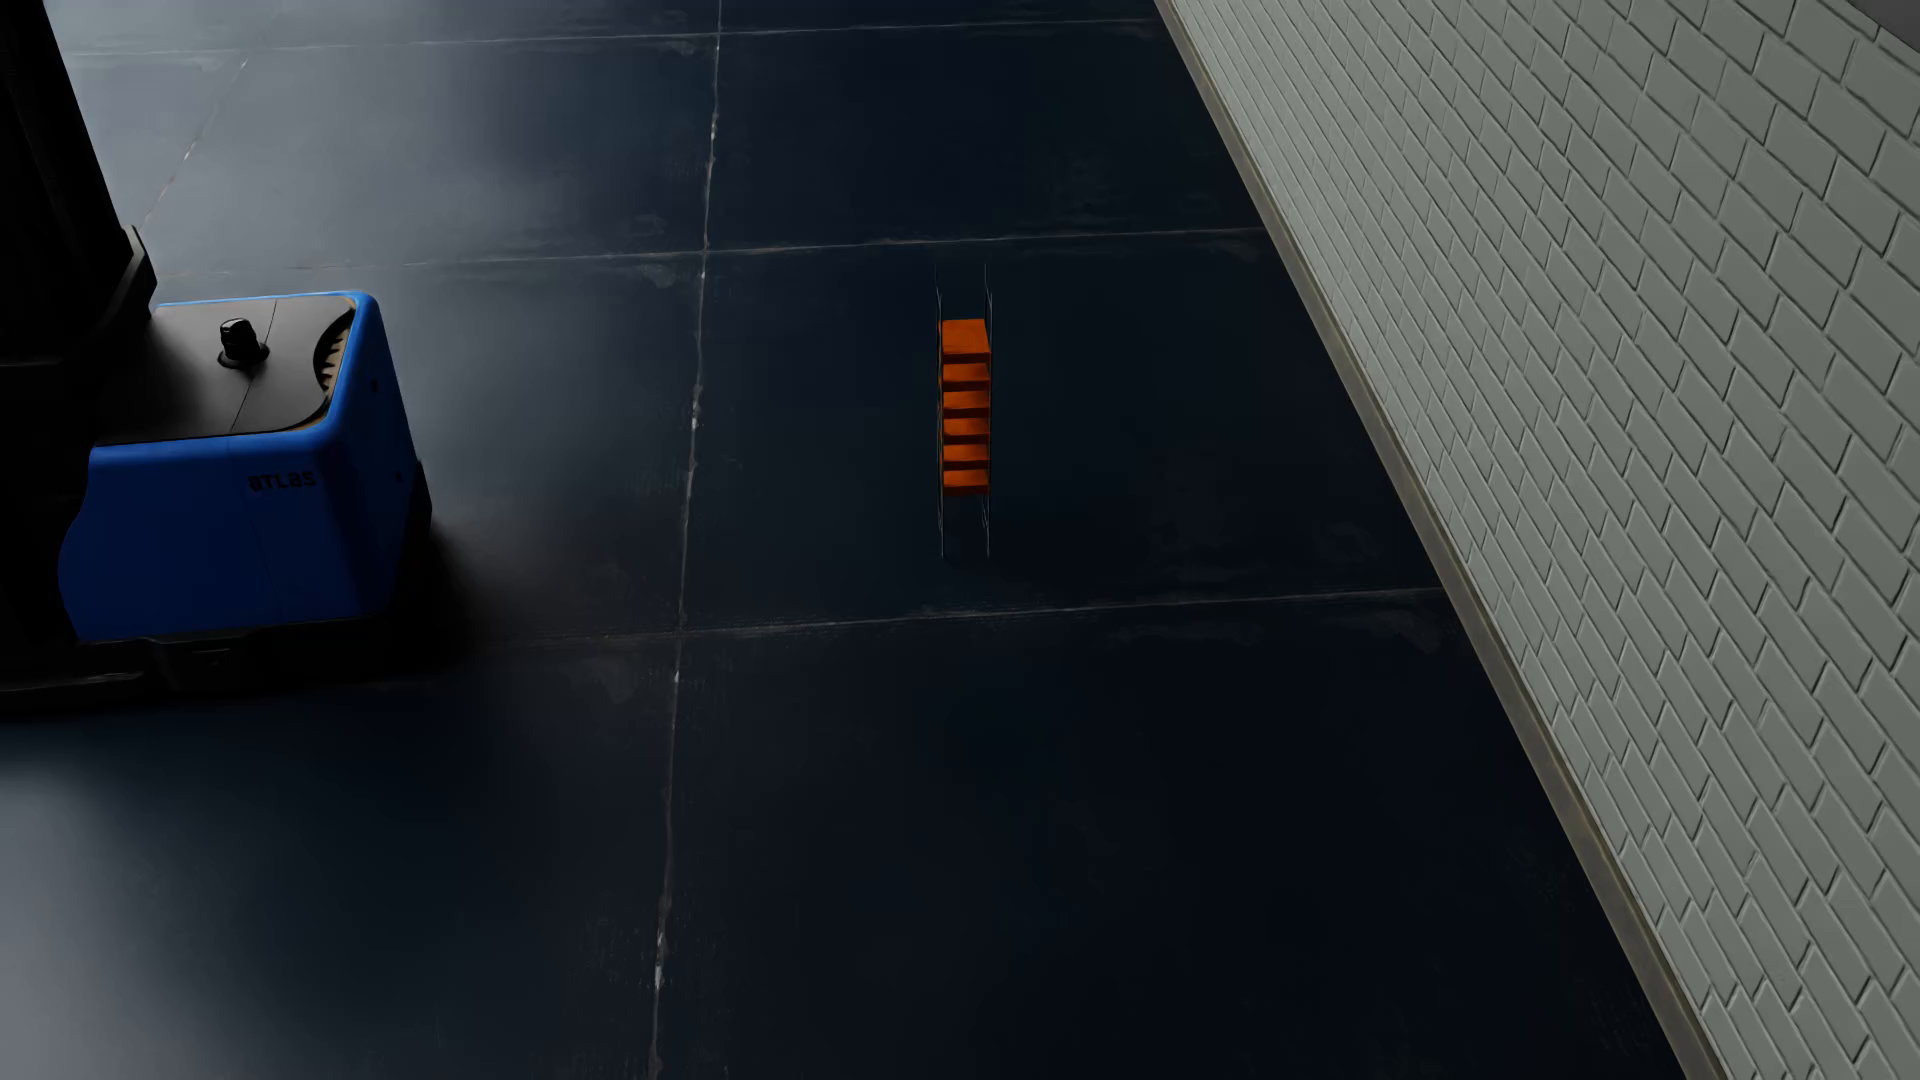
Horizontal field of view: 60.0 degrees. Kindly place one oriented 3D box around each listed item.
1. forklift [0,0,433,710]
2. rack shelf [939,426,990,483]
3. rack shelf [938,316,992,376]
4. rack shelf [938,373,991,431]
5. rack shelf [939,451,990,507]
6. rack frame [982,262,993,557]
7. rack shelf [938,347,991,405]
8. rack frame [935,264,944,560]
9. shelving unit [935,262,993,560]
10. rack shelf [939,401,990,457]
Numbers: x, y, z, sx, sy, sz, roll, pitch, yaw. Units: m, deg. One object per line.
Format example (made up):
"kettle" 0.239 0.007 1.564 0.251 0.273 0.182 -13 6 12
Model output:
"forklift" -3.592 -0.824 5.428 3.031 2.935 1.130 -5 39 -7
"rack shelf" 0.014 -0.343 6.481 0.180 0.103 0.258 -3 38 -4
"rack shelf" 0.014 -0.720 6.184 0.180 0.103 0.258 -3 38 -4
"rack shelf" 0.014 -0.531 6.333 0.180 0.103 0.258 -3 38 -4
"rack shelf" 0.014 -0.249 6.556 0.180 0.103 0.258 -3 38 -4
"rack frame" 0.106 -0.477 6.386 0.006 1.200 0.240 -3 38 -4
"rack shelf" 0.014 -0.625 6.258 0.180 0.103 0.258 -3 38 -4
"rack frame" -0.077 -0.467 6.373 0.006 1.200 0.240 -3 38 -4
"shelving unit" 0.014 -0.472 6.379 0.189 1.200 0.258 -3 38 -4
"rack shelf" 0.014 -0.437 6.407 0.180 0.103 0.258 -3 38 -4
